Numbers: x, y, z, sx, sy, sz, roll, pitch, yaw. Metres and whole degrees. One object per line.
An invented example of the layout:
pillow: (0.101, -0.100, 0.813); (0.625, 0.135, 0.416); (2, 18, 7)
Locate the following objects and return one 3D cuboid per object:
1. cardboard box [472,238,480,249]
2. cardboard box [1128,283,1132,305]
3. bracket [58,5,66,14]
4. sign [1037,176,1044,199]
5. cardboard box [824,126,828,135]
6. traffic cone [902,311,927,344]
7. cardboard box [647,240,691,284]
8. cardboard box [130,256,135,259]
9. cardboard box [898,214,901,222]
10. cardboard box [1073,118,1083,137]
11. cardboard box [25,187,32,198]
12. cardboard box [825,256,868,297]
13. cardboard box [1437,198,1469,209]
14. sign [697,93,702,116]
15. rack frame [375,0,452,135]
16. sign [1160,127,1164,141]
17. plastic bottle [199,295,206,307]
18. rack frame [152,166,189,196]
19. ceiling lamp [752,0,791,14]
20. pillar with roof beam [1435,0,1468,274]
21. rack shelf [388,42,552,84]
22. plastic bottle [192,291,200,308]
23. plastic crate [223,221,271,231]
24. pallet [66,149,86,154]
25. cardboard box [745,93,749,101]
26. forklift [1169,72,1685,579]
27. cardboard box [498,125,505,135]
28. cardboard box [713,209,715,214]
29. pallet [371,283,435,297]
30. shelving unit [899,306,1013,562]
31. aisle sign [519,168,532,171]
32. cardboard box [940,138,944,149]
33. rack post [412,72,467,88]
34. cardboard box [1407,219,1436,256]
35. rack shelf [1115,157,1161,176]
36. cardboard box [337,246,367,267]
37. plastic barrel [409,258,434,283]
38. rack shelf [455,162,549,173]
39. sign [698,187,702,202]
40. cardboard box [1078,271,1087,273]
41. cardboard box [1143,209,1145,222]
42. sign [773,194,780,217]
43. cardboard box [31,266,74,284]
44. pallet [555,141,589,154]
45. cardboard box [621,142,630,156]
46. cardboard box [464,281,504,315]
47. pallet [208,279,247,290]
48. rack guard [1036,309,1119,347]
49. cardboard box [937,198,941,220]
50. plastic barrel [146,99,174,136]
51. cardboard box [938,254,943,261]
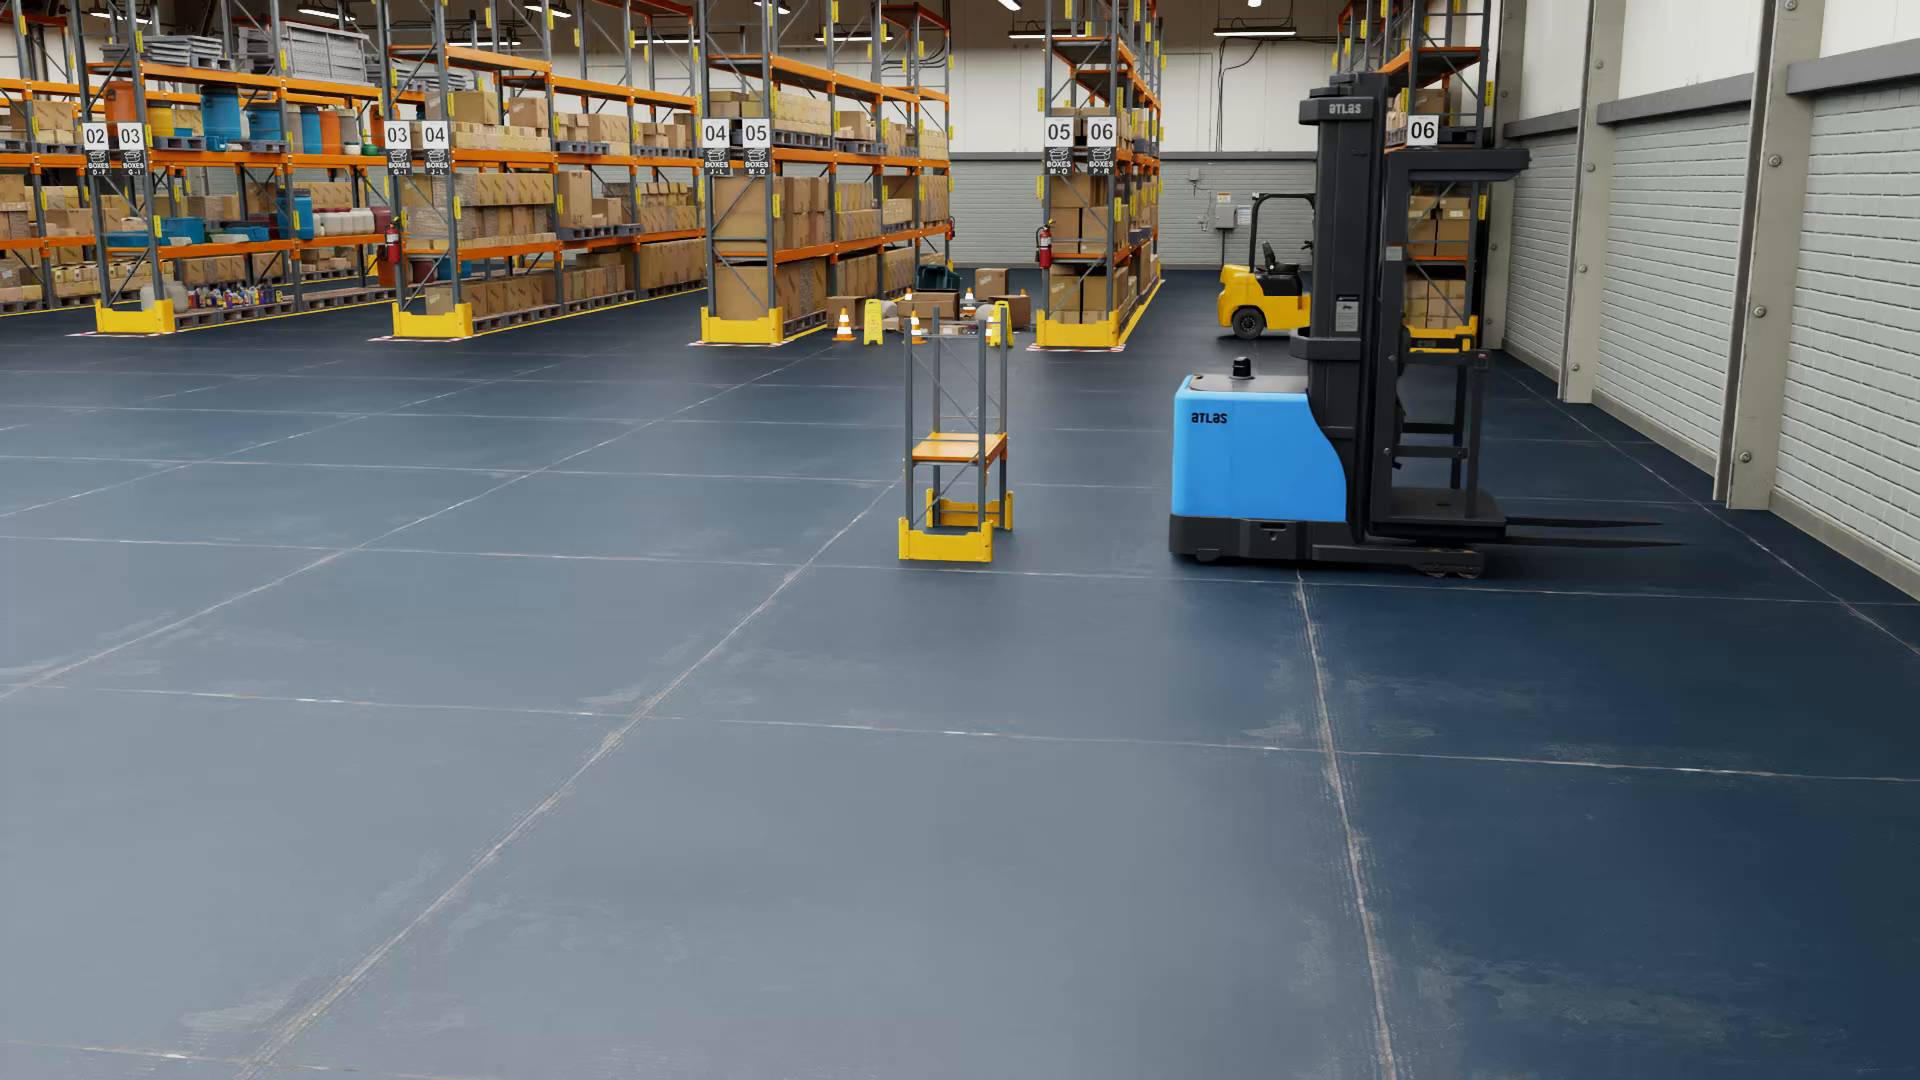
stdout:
cardboard box: (-7.713, -4.624, 25.926); (0.380, 0.149, 0.250); (2, 12, 9)
cardboard box: (2.490, -4.284, 28.990); (0.950, 0.372, 0.625); (3, 12, 12)
bracket: (-21.273, -12.513, 39.150); (0.235, 0.232, 0.430); (2, 12, 9)
sign: (1.144, -5.014, 23.640); (0.100, 0.325, 0.005); (2, 12, 9)
cardboard box: (-2.381, -6.702, 27.215); (0.380, 0.149, 0.250); (2, 12, 10)
traffic cone: (-0.669, -3.128, 24.407); (0.336, 0.463, 0.334); (2, 12, 9)
cardboard box: (-6.473, -5.937, 35.468); (1.225, 0.875, 0.875); (1, 12, 7)
cardboard box: (-20.563, -6.919, 40.914); (0.700, 0.500, 0.500); (2, 12, 10)
cardboard box: (-1.435, -6.631, 34.240); (0.380, 0.149, 0.250); (2, 12, 11)
cardboard box: (1.501, -5.925, 23.895); (0.500, 0.250, 0.500); (2, 12, 8)
cardboard box: (-21.004, -7.718, 36.917); (0.500, 0.250, 0.500); (2, 12, 7)
cardboard box: (-2.301, -4.875, 30.839); (1.050, 0.750, 0.750); (2, 12, 10)
cardboard box: (6.857, -4.685, 23.132); (0.380, 0.149, 0.250); (2, 12, 8)
sign: (-3.752, -6.291, 24.033); (0.100, 0.325, 0.005); (2, 12, 9)
rack frame: (-8.103, -7.525, 24.550); (1.000, 3.000, 0.127); (2, 12, 9)
sign: (4.684, -9.442, 38.651); (0.100, 0.325, 0.005); (2, 12, 9)
plastic bottle: (-12.935, -4.077, 28.388); (0.097, 0.201, 0.097); (0, 12, 0)
rack frame: (-20.326, -8.404, 42.871); (1.000, 3.000, 0.127); (2, 12, 9)
ceiling lamp: (-3.663, -12.613, 34.306); (0.800, 3.185, 2.000); (2, 12, 9)
pillar with roof beam: (4.261, -8.548, 29.297); (9.100, 9.000, 0.400); (2, 12, 9)
rack shelf: (-7.796, -7.588, 26.558); (1.077, 0.370, 4.000); (2, 12, 9)
plastic bottle: (-12.977, -4.085, 28.230); (0.061, 0.283, 0.133); (2, 12, 9)
plastic crate: (-12.588, -5.450, 29.310); (0.767, 0.338, 0.504); (2, 12, 9)
pallet: (-20.805, -9.165, 39.489); (1.003, 0.211, 1.213); (2, 12, 9)
cardboard box: (-3.384, -6.638, 25.026); (0.380, 0.149, 0.250); (2, 12, 10)
forklift: (2.868, -1.325, 10.184); (3.031, 2.935, 1.130); (2, 12, 11)
cardboard box: (-7.579, -6.608, 26.825); (0.380, 0.149, 0.250); (1, 12, 7)
cardboard box: (-5.845, -7.355, 37.652); (0.500, 0.250, 0.500); (2, 12, 8)
pallet: (-11.687, -5.220, 34.716); (1.003, 0.211, 1.213); (2, 12, 9)
shelving unit: (-0.012, -0.717, 10.762); (0.587, 1.500, 1.083); (2, 12, 9)
aisle sign: (-10.819, -9.379, 41.222); (0.394, 0.787, 0.004); (2, 12, 9)
cardboard box: (-0.654, -9.168, 38.463); (0.500, 0.250, 0.500); (2, 12, 7)
rack post: (-11.312, -9.972, 36.085); (0.937, 0.300, 0.954); (2, 12, 8)
cardboard box: (6.410, -4.271, 23.454); (0.500, 0.500, 0.500); (2, 12, 7)
rack shelf: (3.842, -8.300, 36.975); (1.077, 0.370, 4.000); (2, 12, 9)
cardboard box: (-15.270, -7.117, 41.785); (0.500, 0.500, 0.500); (2, 12, 9)
plastic barrel: (-11.535, -5.782, 35.430); (0.600, 0.588, 0.708); (2, 12, 9)
rack shelf: (-10.844, -8.782, 39.209); (1.077, 0.370, 4.000); (2, 12, 9)
sign: (-5.720, -7.602, 36.587); (0.100, 0.325, 0.005); (2, 12, 9)
cardboard box: (1.716, -3.888, 25.663); (0.500, 0.500, 0.500); (2, 12, 7)
cardboard box: (3.322, -6.313, 32.334); (0.500, 0.250, 0.500); (2, 12, 10)
sign: (-2.670, -4.853, 24.150); (0.100, 0.325, 0.005); (2, 12, 9)
cardboard box: (-16.966, -4.960, 31.087); (0.500, 0.311, 0.500); (2, 12, 9)
pallet: (-7.288, -6.924, 29.330); (1.213, 0.211, 1.003); (2, 12, 9)
cardboard box: (-6.704, -7.544, 32.113); (0.500, 0.250, 0.500); (2, 12, 9)
cardboard box: (-7.817, -3.960, 27.186); (0.500, 0.500, 0.500); (3, 13, 14)
pallet: (-16.318, -5.624, 36.587); (1.003, 0.211, 1.213); (2, 12, 9)
rack guard: (1.701, -3.065, 24.029); (1.175, 0.500, 0.348); (2, 12, 9)
cardboard box: (-0.725, -7.621, 38.291); (0.500, 0.500, 0.500); (2, 12, 9)
plastic barrel: (-12.947, -6.758, 26.667); (0.600, 0.588, 0.600); (0, 12, 0)
cardboard box: (-0.598, -6.617, 38.934); (0.380, 0.149, 0.250); (2, 12, 7)
